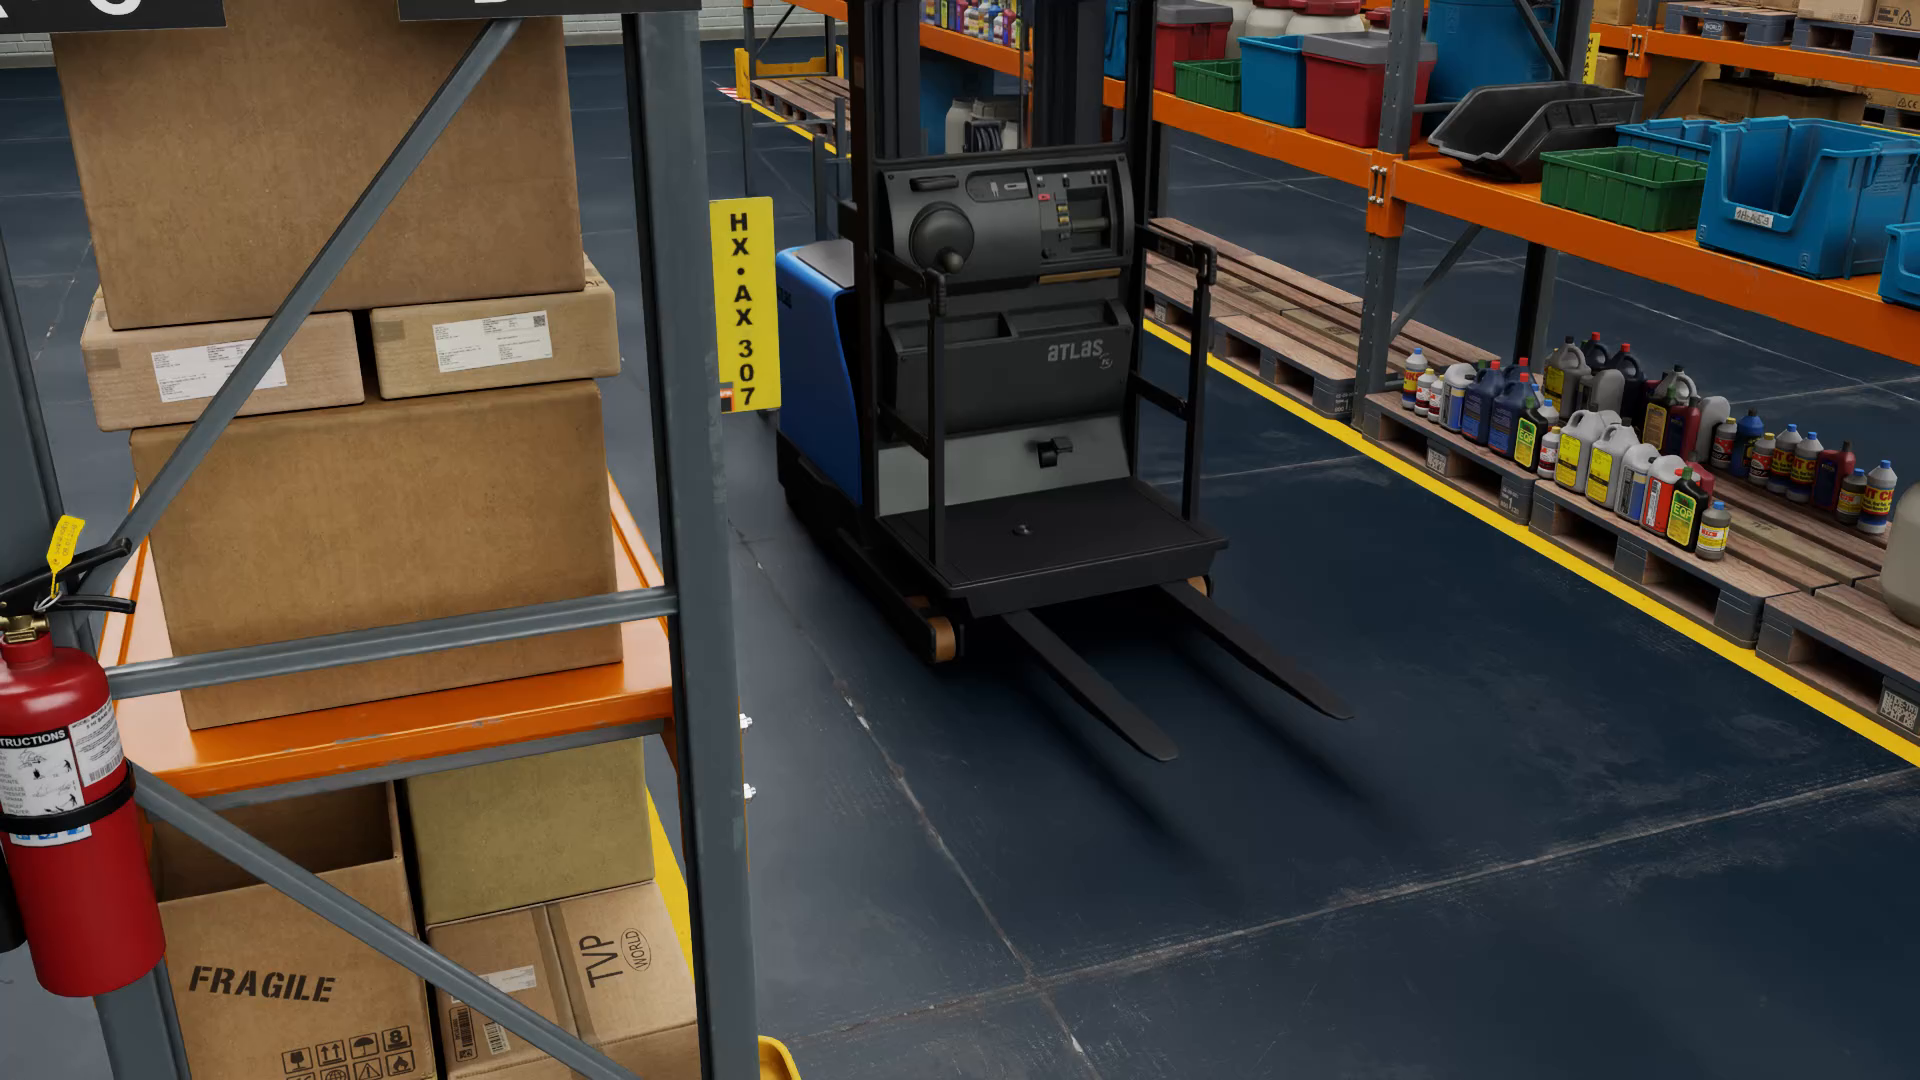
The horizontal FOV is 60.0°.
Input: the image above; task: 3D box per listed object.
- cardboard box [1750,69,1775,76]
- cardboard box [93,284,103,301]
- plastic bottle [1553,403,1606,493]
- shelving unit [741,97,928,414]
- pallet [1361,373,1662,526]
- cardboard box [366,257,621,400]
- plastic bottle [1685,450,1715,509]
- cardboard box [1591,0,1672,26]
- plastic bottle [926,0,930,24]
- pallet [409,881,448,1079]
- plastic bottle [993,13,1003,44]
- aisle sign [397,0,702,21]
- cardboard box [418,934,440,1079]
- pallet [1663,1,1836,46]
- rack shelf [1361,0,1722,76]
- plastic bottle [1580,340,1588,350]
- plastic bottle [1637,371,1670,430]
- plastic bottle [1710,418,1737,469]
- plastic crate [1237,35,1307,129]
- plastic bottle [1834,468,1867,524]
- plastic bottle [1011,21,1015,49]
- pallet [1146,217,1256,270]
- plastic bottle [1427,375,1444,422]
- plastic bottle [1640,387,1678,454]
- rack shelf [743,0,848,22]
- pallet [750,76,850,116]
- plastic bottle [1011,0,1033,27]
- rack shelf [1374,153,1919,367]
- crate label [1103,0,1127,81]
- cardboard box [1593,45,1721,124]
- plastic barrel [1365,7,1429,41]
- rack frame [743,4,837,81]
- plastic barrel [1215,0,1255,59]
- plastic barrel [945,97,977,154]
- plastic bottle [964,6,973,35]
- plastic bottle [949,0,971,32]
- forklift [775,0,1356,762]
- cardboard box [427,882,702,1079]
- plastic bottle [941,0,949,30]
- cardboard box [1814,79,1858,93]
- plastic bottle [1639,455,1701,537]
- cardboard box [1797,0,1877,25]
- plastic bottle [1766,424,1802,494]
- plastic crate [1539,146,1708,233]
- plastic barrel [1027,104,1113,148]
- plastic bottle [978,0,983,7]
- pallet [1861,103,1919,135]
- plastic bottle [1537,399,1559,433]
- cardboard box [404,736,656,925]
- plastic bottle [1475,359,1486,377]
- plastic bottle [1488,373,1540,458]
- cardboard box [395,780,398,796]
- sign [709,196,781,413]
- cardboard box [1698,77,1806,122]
[{"bbox_3d":[9.031,-5.259,18.496,0.380,0.149,0.250,-9,25,-21],"label":"cardboard box"},{"bbox_3d":[-1.253,-0.394,2.859,0.380,0.149,0.250,-8,24,-18],"label":"cardboard box"},{"bbox_3d":[2.490,-0.382,6.638,0.144,0.351,0.185,-9,24,-19],"label":"plastic bottle"},{"bbox_3d":[-0.574,-1.180,7.619,0.538,1.500,1.048,-10,25,-22],"label":"shelving unit"},{"bbox_3d":[2.574,-0.438,7.518,1.003,0.211,1.213,-8,24,-19],"label":"pallet"},{"bbox_3d":[-0.783,-0.359,2.775,0.380,0.149,0.250,-9,24,-19],"label":"cardboard box"},{"bbox_3d":[2.766,-0.188,6.265,0.061,0.283,0.133,-8,24,-19],"label":"plastic bottle"},{"bbox_3d":[5.191,-4.297,12.955,0.500,0.500,0.500,-8,24,-17],"label":"cardboard box"},{"bbox_3d":[-0.218,-4.134,12.861,0.097,0.271,0.097,0,23,0],"label":"plastic bottle"},{"bbox_3d":[-1.155,1.171,3.699,1.003,0.211,1.213,-8,24,-19],"label":"pallet"},{"bbox_3d":[0.282,-3.587,11.654,0.097,0.201,0.097,0,23,0],"label":"plastic bottle"},{"bbox_3d":[-0.536,-1.058,2.050,0.394,0.787,0.004,-8,24,-19],"label":"aisle sign"},{"bbox_3d":[-1.312,1.078,3.330,0.500,0.250,0.500,-8,24,-19],"label":"cardboard box"},{"bbox_3d":[5.948,-3.773,12.087,1.213,0.211,1.003,-8,24,-19],"label":"pallet"},{"bbox_3d":[4.890,-4.501,14.494,1.077,0.370,4.000,-8,24,-19],"label":"rack shelf"},{"bbox_3d":[2.855,-0.795,7.704,0.061,0.283,0.133,-7,24,-16],"label":"plastic bottle"},{"bbox_3d":[3.038,-0.606,7.258,0.061,0.283,0.133,-7,24,-15],"label":"plastic bottle"},{"bbox_3d":[3.176,-0.406,6.888,0.097,0.201,0.097,0,23,0],"label":"plastic bottle"},{"bbox_3d":[1.695,-2.324,8.422,0.392,0.384,0.575,-8,24,-19],"label":"plastic crate"},{"bbox_3d":[3.404,-0.172,6.333,0.097,0.201,0.097,0,23,0],"label":"plastic bottle"},{"bbox_3d":[0.397,-3.468,11.371,0.097,0.201,0.097,0,23,0],"label":"plastic bottle"},{"bbox_3d":[1.201,-1.855,10.879,1.003,0.211,1.213,-8,24,-19],"label":"pallet"},{"bbox_3d":[2.151,-0.637,7.435,0.097,0.201,0.097,0,23,0],"label":"plastic bottle"},{"bbox_3d":[2.968,-0.519,7.051,0.061,0.283,0.133,-8,24,-19],"label":"plastic bottle"},{"bbox_3d":[-1.156,-5.275,16.330,1.077,0.370,4.000,-8,24,-19],"label":"rack shelf"},{"bbox_3d":[-1.608,-4.743,17.732,1.003,0.211,1.213,-8,24,-19],"label":"pallet"},{"bbox_3d":[0.475,-4.098,12.674,0.144,0.351,0.185,-8,24,-19],"label":"plastic bottle"},{"bbox_3d":[3.083,-0.915,5.985,1.077,0.370,4.000,-8,24,-19],"label":"rack shelf"},{"bbox_3d":[1.061,-3.045,10.066,0.502,0.435,0.616,-8,24,-19],"label":"crate label"},{"bbox_3d":[5.372,-3.574,13.563,1.225,0.875,0.875,-10,25,-21],"label":"cardboard box"},{"bbox_3d":[2.243,-2.413,8.439,0.433,0.535,0.433,0,23,0],"label":"plastic barrel"},{"bbox_3d":[-1.863,-6.333,17.914,1.000,3.000,0.127,-8,24,-19],"label":"rack frame"},{"bbox_3d":[1.675,-2.980,9.815,0.421,0.512,0.421,0,23,0],"label":"plastic barrel"},{"bbox_3d":[0.092,-3.252,13.267,0.421,0.512,0.421,0,23,0],"label":"plastic barrel"},{"bbox_3d":[0.075,-3.799,12.158,0.097,0.201,0.097,0,23,0],"label":"plastic bottle"},{"bbox_3d":[0.000,-3.971,12.373,0.144,0.351,0.185,-8,24,-19],"label":"plastic bottle"},{"bbox_3d":[0.268,-1.112,5.614,1.130,2.935,3.031,-10,25,-22],"label":"forklift"},{"bbox_3d":[-0.827,1.007,3.499,0.500,0.250,0.500,-8,24,-19],"label":"cardboard box"},{"bbox_3d":[-0.095,-3.992,12.510,0.061,0.283,0.133,-8,24,-19],"label":"plastic bottle"},{"bbox_3d":[9.061,-4.748,16.831,0.500,0.500,0.500,-7,24,-17],"label":"cardboard box"},{"bbox_3d":[2.667,-0.170,6.231,0.152,0.276,0.135,-8,24,-19],"label":"plastic bottle"},{"bbox_3d":[5.974,-3.590,11.058,0.500,0.250,0.500,-9,24,-20],"label":"cardboard box"},{"bbox_3d":[3.284,-0.328,6.612,0.097,0.271,0.097,0,23,0],"label":"plastic bottle"},{"bbox_3d":[2.592,-1.343,6.348,0.450,0.188,0.662,-8,24,-19],"label":"plastic crate"},{"bbox_3d":[0.774,-2.795,11.774,0.600,0.830,0.708,-8,24,-19],"label":"plastic barrel"},{"bbox_3d":[0.189,-4.382,13.450,0.097,0.271,0.097,0,23,0],"label":"plastic bottle"},{"bbox_3d":[9.571,-4.192,16.423,1.003,0.211,1.213,-8,24,-19],"label":"pallet"},{"bbox_3d":[2.427,-0.451,6.905,0.097,0.271,0.097,0,23,0],"label":"plastic bottle"},{"bbox_3d":[-1.006,0.480,3.784,0.500,0.500,0.500,-8,24,-19],"label":"cardboard box"},{"bbox_3d":[2.318,-0.649,7.359,0.061,0.283,0.133,-8,24,-19],"label":"plastic bottle"},{"bbox_3d":[2.340,-0.536,7.005,0.144,0.351,0.185,-9,25,-21],"label":"plastic bottle"},{"bbox_3d":[-1.853,0.534,4.619,0.500,0.250,0.500,-8,24,-19],"label":"cardboard box"},{"bbox_3d":[-0.325,-0.351,2.504,0.100,0.325,0.005,-8,24,-19],"label":"sign"},{"bbox_3d":[5.862,-3.263,12.316,0.500,0.250,0.500,-7,24,-17],"label":"cardboard box"}]
